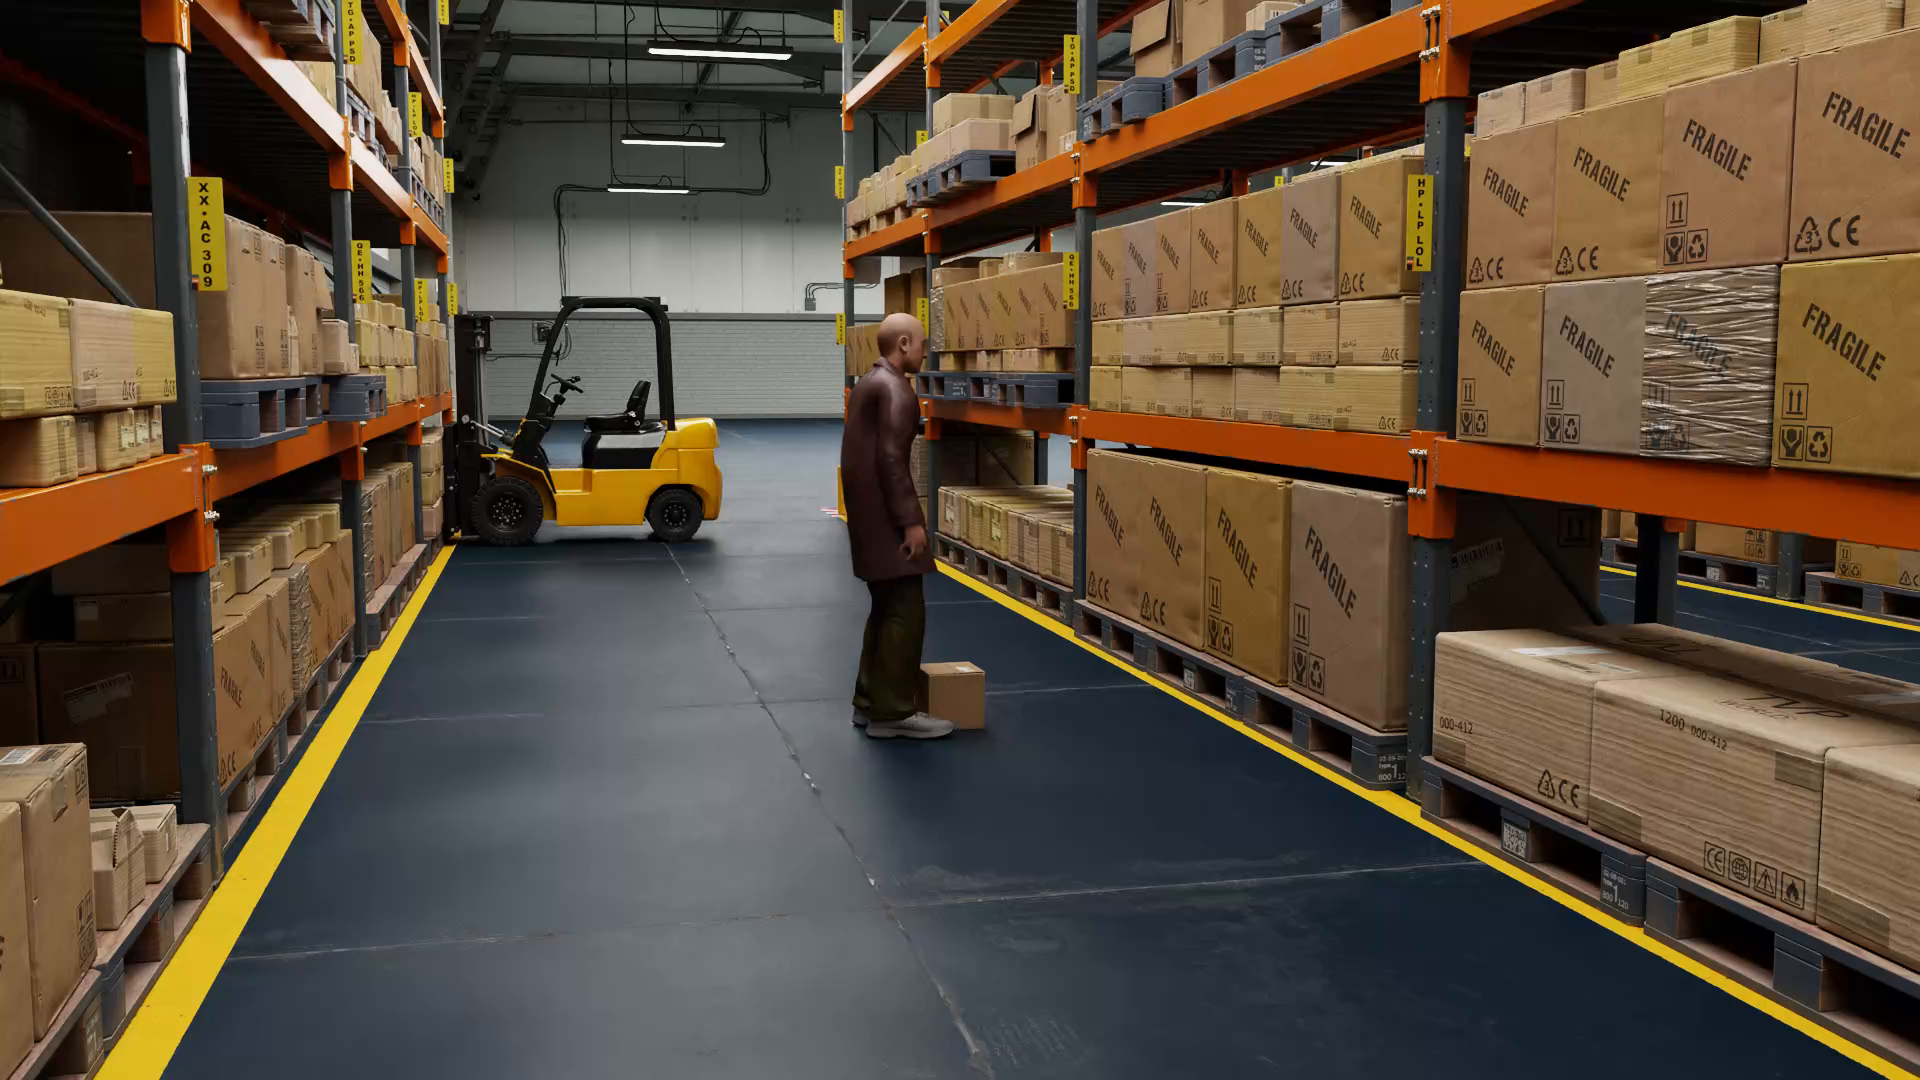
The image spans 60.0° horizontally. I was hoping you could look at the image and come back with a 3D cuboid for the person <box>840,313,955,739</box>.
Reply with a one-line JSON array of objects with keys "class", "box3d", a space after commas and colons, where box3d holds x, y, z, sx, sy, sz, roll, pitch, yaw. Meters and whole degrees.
[{"class": "person", "box3d": [-0.289, -0.072, 7.075, 0.423, 1.773, 0.640, -2, 6, -15]}]
